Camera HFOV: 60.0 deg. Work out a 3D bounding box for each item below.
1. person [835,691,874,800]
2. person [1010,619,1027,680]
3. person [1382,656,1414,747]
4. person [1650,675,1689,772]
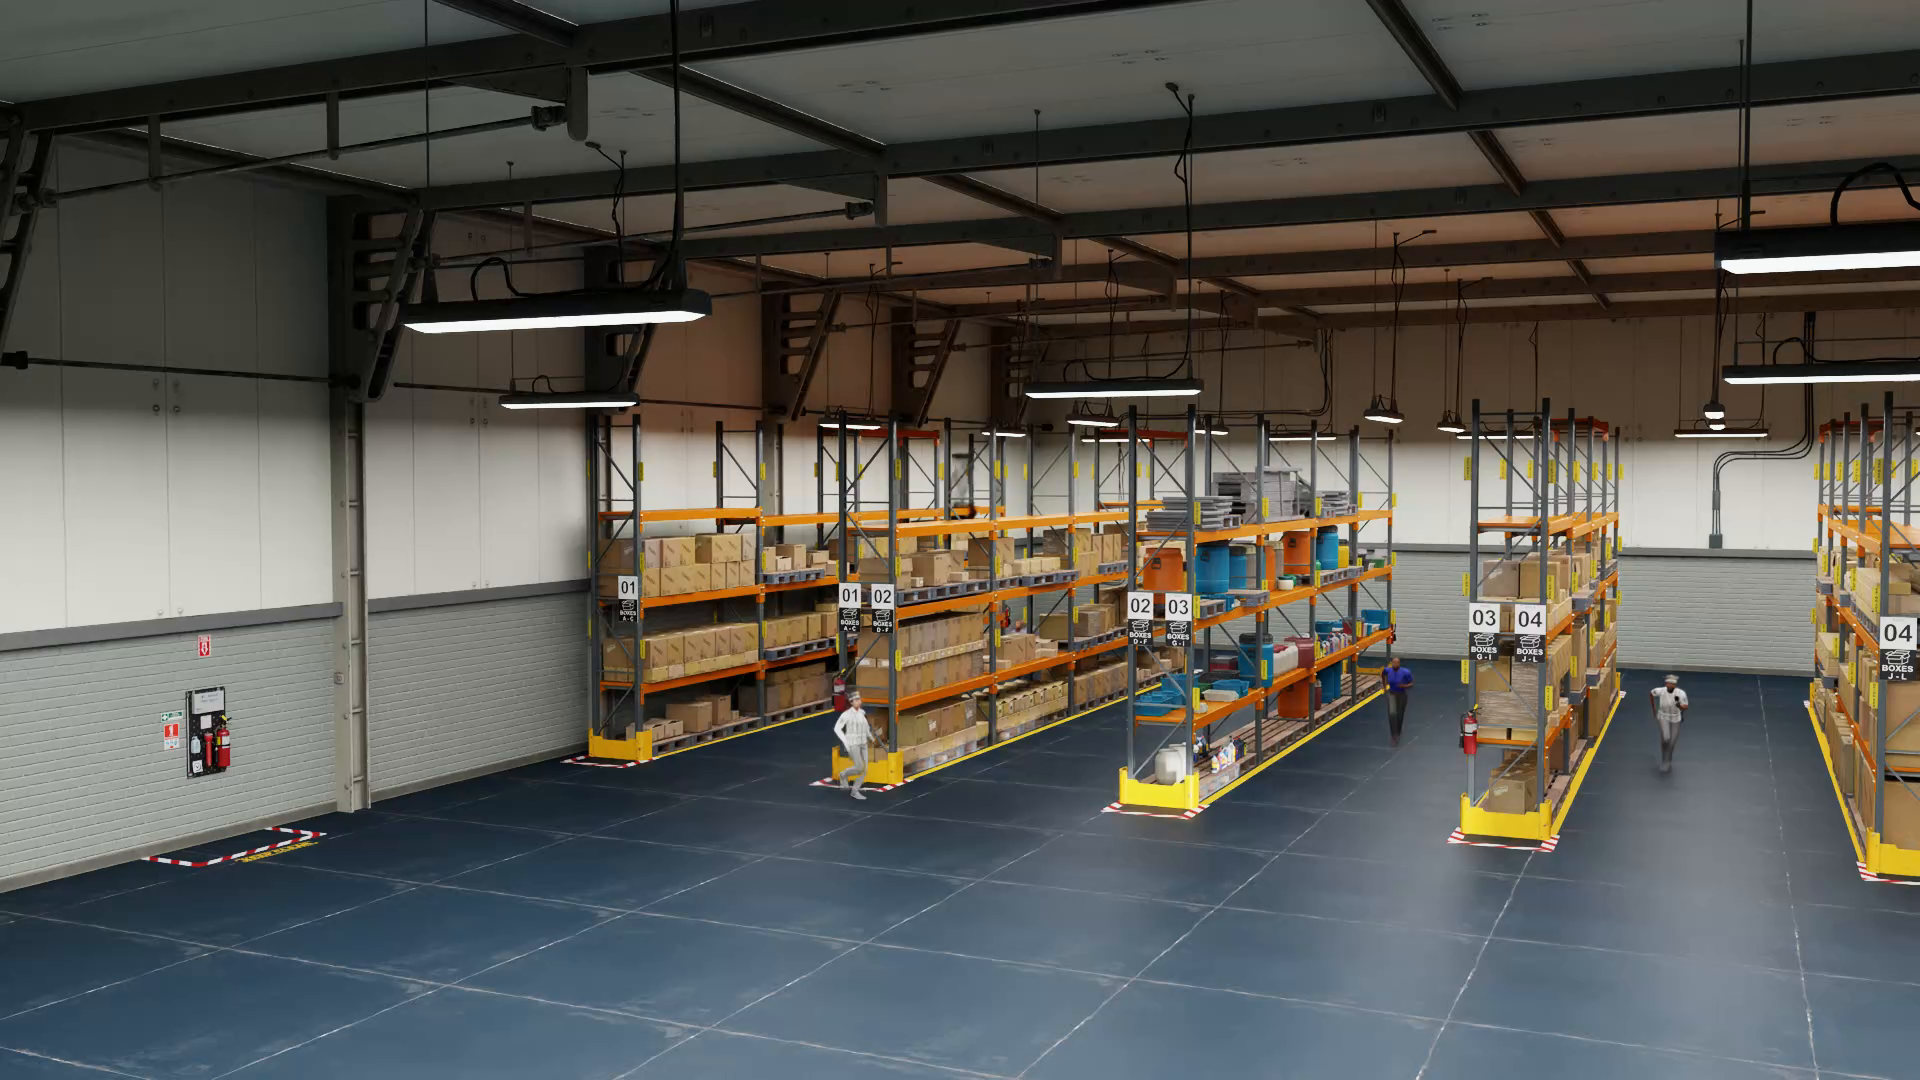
[{"bbox_3d":[-1.594,3.138,25.488,0.633,1.664,0.558,-2,3,-45],"label":"person"},{"bbox_3d":[1.344,2.639,38.187,0.600,1.594,0.538,1,3,22],"label":"person"},{"bbox_3d":[8.063,2.948,30.654,0.576,1.653,0.946,1,2,15],"label":"person"},{"bbox_3d":[11.819,3.038,27.718,0.566,1.637,0.873,1,2,14],"label":"person"}]
